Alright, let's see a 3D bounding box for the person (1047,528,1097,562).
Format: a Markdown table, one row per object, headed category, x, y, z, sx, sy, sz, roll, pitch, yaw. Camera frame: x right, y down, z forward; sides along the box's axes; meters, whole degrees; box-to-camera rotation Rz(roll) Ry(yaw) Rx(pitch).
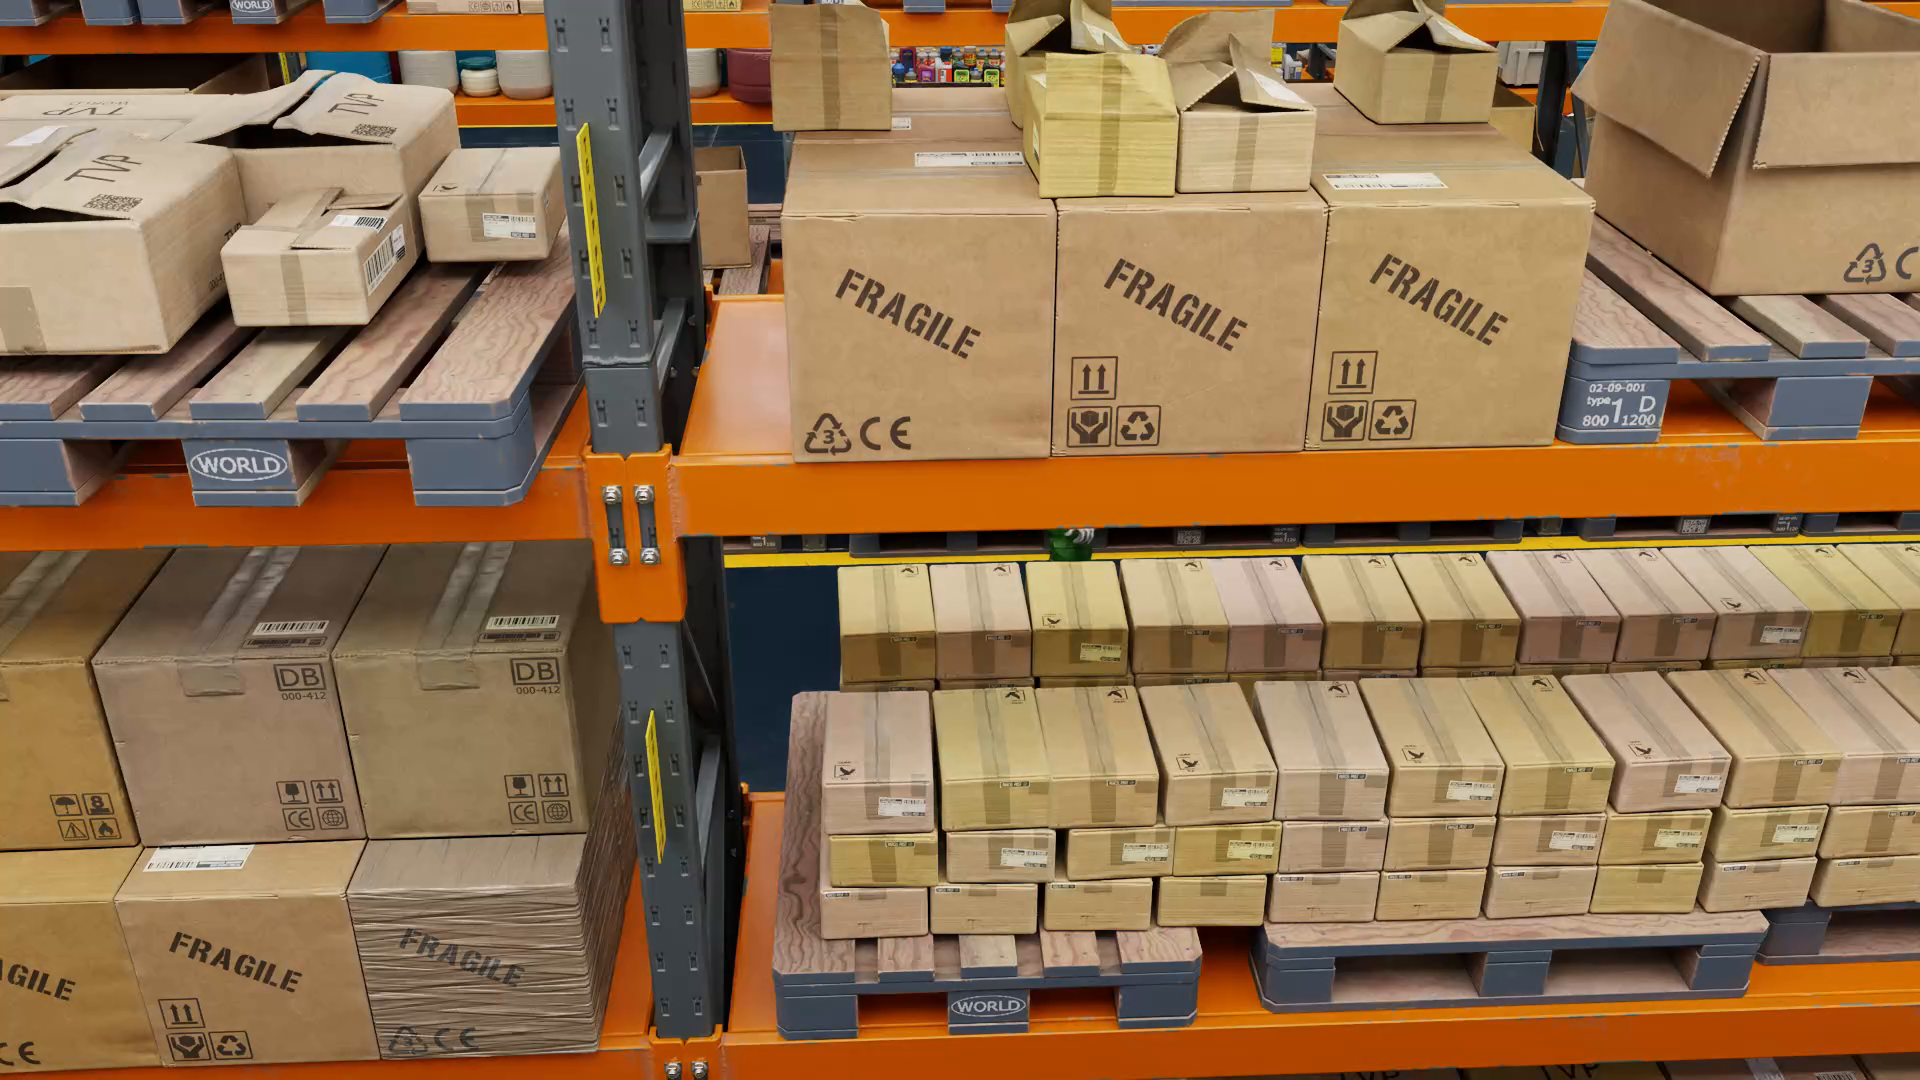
| category | x | y | z | sx | sy | sz | roll | pitch | yaw |
| --- | --- | --- | --- | --- | --- | --- | --- | --- | --- |
| person | 0.508 | -0.222 | 7.531 | 0.450 | 1.780 | 0.607 | -1 | 27 | -3 |
